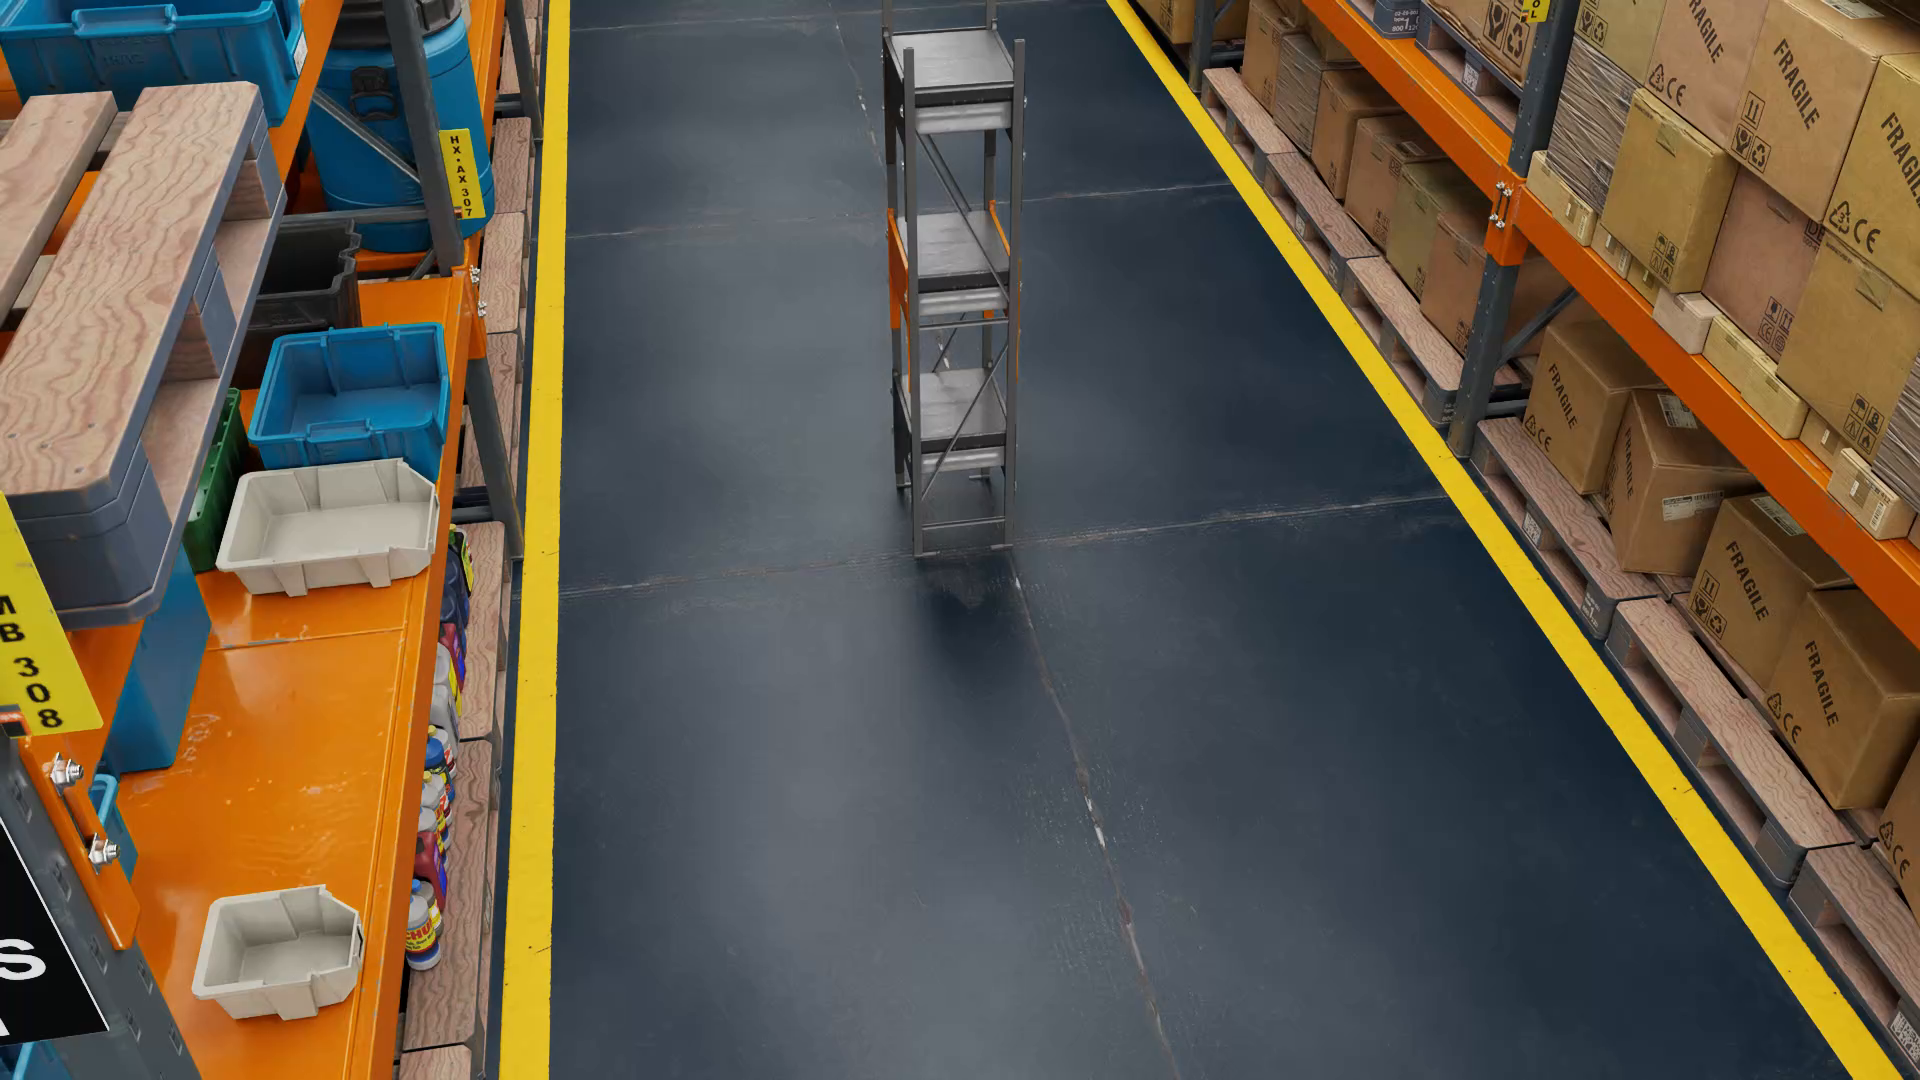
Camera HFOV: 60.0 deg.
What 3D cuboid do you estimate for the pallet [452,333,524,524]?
[{"bbox_3d":[-2.421,-0.456,7.165,1.003,0.211,1.213,-6,38,-8],"label":"pallet"}]

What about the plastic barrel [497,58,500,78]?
[{"bbox_3d":[-3.049,-3.106,9.729,0.600,0.830,0.708,-6,38,-8],"label":"plastic barrel"}]

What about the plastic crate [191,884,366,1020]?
[{"bbox_3d":[-1.384,0.858,3.416,0.298,0.136,0.250,-6,38,-8],"label":"plastic crate"}]

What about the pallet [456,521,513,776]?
[{"bbox_3d":[-2.169,0.424,6.032,1.003,0.211,1.213,-6,38,-8],"label":"pallet"}]

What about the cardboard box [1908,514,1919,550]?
[{"bbox_3d":[2.843,-0.008,4.520,0.380,0.149,0.250,-6,38,-8],"label":"cardboard box"}]

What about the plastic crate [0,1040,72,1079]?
[{"bbox_3d":[-1.927,1.118,2.988,0.499,0.251,0.616,-6,38,-8],"label":"plastic crate"}]

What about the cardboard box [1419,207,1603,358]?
[{"bbox_3d":[2.544,-1.180,7.502,0.700,0.500,0.500,-9,39,-11],"label":"cardboard box"}]

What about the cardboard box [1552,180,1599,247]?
[{"bbox_3d":[2.403,-1.206,6.062,0.380,0.149,0.250,-6,38,-8],"label":"cardboard box"}]

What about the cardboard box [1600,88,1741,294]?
[{"bbox_3d":[2.702,-1.192,5.516,0.875,0.500,0.500,-6,38,-8],"label":"cardboard box"}]

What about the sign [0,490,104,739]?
[{"bbox_3d":[-1.002,0.084,1.744,0.100,0.325,0.005,-6,38,-8],"label":"sign"}]

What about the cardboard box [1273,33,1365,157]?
[{"bbox_3d":[2.176,-2.486,9.184,0.700,0.500,0.500,-9,39,-12],"label":"cardboard box"}]

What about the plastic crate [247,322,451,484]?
[{"bbox_3d":[-1.784,-0.389,4.927,0.499,0.251,0.616,-6,38,-8],"label":"plastic crate"}]

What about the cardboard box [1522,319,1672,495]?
[{"bbox_3d":[2.661,-0.553,6.712,0.500,0.500,0.500,-7,38,-9],"label":"cardboard box"}]

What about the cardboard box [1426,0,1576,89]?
[{"bbox_3d":[2.629,-2.517,6.714,1.000,1.000,1.000,-6,38,-8],"label":"cardboard box"}]

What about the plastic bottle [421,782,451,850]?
[{"bbox_3d":[-1.633,0.837,5.093,0.097,0.271,0.097,0,38,0],"label":"plastic bottle"}]

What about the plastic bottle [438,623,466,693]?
[{"bbox_3d":[-1.746,0.380,5.672,0.061,0.283,0.133,-4,38,-5],"label":"plastic bottle"}]

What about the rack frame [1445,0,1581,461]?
[{"bbox_3d":[2.631,-1.620,6.390,1.000,3.000,0.127,-6,38,-8],"label":"rack frame"}]

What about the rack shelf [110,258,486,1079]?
[{"bbox_3d":[-1.895,0.405,4.370,1.077,0.370,4.000,-6,38,-8],"label":"rack shelf"}]

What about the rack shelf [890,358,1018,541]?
[{"bbox_3d":[-0.029,-0.366,6.672,0.431,0.518,0.480,-6,38,-8],"label":"rack shelf"}]

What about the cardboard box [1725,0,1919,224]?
[{"bbox_3d":[2.636,-1.269,4.799,0.500,0.500,0.500,-6,38,-8],"label":"cardboard box"}]

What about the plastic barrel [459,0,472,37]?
[{"bbox_3d":[-2.402,-2.447,7.344,0.433,0.535,0.433,0,38,0],"label":"plastic barrel"}]

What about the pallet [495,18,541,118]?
[{"bbox_3d":[-3.126,-2.874,10.277,1.003,0.211,1.213,-6,38,-8],"label":"pallet"}]

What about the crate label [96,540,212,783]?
[{"bbox_3d":[-2.133,0.232,3.977,0.502,0.435,0.616,-6,38,-8],"label":"crate label"}]

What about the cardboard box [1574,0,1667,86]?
[{"bbox_3d":[2.459,-1.872,5.576,0.500,0.500,0.500,-6,38,-8],"label":"cardboard box"}]

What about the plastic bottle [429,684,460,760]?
[{"bbox_3d":[-1.734,0.582,5.417,0.152,0.276,0.135,-6,38,-7],"label":"plastic bottle"}]

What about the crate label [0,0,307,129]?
[{"bbox_3d":[-1.547,-0.963,3.221,0.502,0.251,0.408,-6,38,-8],"label":"crate label"}]

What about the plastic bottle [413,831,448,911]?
[{"bbox_3d":[-1.577,0.961,4.924,0.061,0.283,0.133,-6,38,-7],"label":"plastic bottle"}]

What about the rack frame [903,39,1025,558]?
[{"bbox_3d":[0.014,-0.782,6.045,0.400,2.100,0.015,-6,38,-8],"label":"rack frame"}]

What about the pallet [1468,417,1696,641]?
[{"bbox_3d":[2.783,-0.117,6.728,1.003,0.211,1.213,-6,38,-8],"label":"pallet"}]

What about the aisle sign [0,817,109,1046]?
[{"bbox_3d":[-1.243,0.314,1.781,0.394,0.787,0.004,-6,38,-8],"label":"aisle sign"}]

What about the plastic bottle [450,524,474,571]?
[{"bbox_3d":[-1.875,0.030,6.189,0.097,0.201,0.097,0,38,0],"label":"plastic bottle"}]

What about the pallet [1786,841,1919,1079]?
[{"bbox_3d":[3.211,1.357,4.831,1.003,0.211,1.213,-6,38,-8],"label":"pallet"}]

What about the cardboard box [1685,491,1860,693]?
[{"bbox_3d":[2.956,0.159,5.795,0.500,0.500,0.500,-9,39,-12],"label":"cardboard box"}]

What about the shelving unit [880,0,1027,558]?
[{"bbox_3d":[-0.029,-0.929,6.235,0.431,2.100,0.503,-6,38,-8],"label":"shelving unit"}]

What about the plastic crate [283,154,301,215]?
[{"bbox_3d":[-2.632,-1.372,6.019,0.402,0.464,0.583,-6,38,-8],"label":"plastic crate"}]

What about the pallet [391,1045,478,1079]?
[{"bbox_3d":[-1.741,1.898,4.135,1.003,0.211,1.213,-6,38,-8],"label":"pallet"}]

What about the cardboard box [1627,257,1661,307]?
[{"bbox_3d":[2.528,-0.908,5.679,0.380,0.149,0.250,-6,38,-8],"label":"cardboard box"}]

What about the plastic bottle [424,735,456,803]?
[{"bbox_3d":[-1.668,0.714,5.251,0.097,0.271,0.097,0,38,0],"label":"plastic bottle"}]

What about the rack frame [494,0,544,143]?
[{"bbox_3d":[-2.947,-3.503,8.814,1.000,3.000,0.127,-6,38,-8],"label":"rack frame"}]

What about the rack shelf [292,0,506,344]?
[{"bbox_3d":[-2.596,-2.011,7.480,1.077,0.370,4.000,-6,38,-8],"label":"rack shelf"}]

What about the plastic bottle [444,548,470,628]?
[{"bbox_3d":[-1.849,0.143,5.921,0.144,0.351,0.185,-7,38,-9],"label":"plastic bottle"}]

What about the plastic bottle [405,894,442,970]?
[{"bbox_3d":[-1.555,1.104,4.749,0.097,0.271,0.097,0,38,0],"label":"plastic bottle"}]

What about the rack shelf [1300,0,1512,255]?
[{"bbox_3d":[2.280,-2.544,8.166,1.077,0.370,4.000,-6,38,-8],"label":"rack shelf"}]

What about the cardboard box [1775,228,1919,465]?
[{"bbox_3d":[2.936,-0.595,4.747,0.875,0.500,0.500,-6,38,-8],"label":"cardboard box"}]

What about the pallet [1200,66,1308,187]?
[{"bbox_3d":[2.065,-2.462,9.748,1.003,0.211,1.213,-6,38,-8],"label":"pallet"}]

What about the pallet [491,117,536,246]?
[{"bbox_3d":[-2.849,-1.930,9.062,1.003,0.211,1.213,-6,38,-8],"label":"pallet"}]

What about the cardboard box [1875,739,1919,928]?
[{"bbox_3d":[3.100,0.881,4.866,0.500,0.500,0.500,3,38,4],"label":"cardboard box"}]

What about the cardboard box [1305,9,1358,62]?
[{"bbox_3d":[2.179,-2.798,8.974,0.500,0.250,0.500,-2,38,-3],"label":"cardboard box"}]

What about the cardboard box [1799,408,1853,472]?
[{"bbox_3d":[2.737,-0.308,4.906,0.380,0.149,0.250,-6,38,-8],"label":"cardboard box"}]

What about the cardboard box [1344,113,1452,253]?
[{"bbox_3d":[2.381,-1.808,8.311,0.700,0.500,0.500,-9,39,-12],"label":"cardboard box"}]

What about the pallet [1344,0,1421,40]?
[{"bbox_3d":[2.317,-2.769,8.025,1.003,0.211,1.213,-6,38,-8],"label":"pallet"}]

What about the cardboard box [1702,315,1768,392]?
[{"bbox_3d":[2.616,-0.606,5.290,0.380,0.149,0.250,-6,38,-8],"label":"cardboard box"}]
